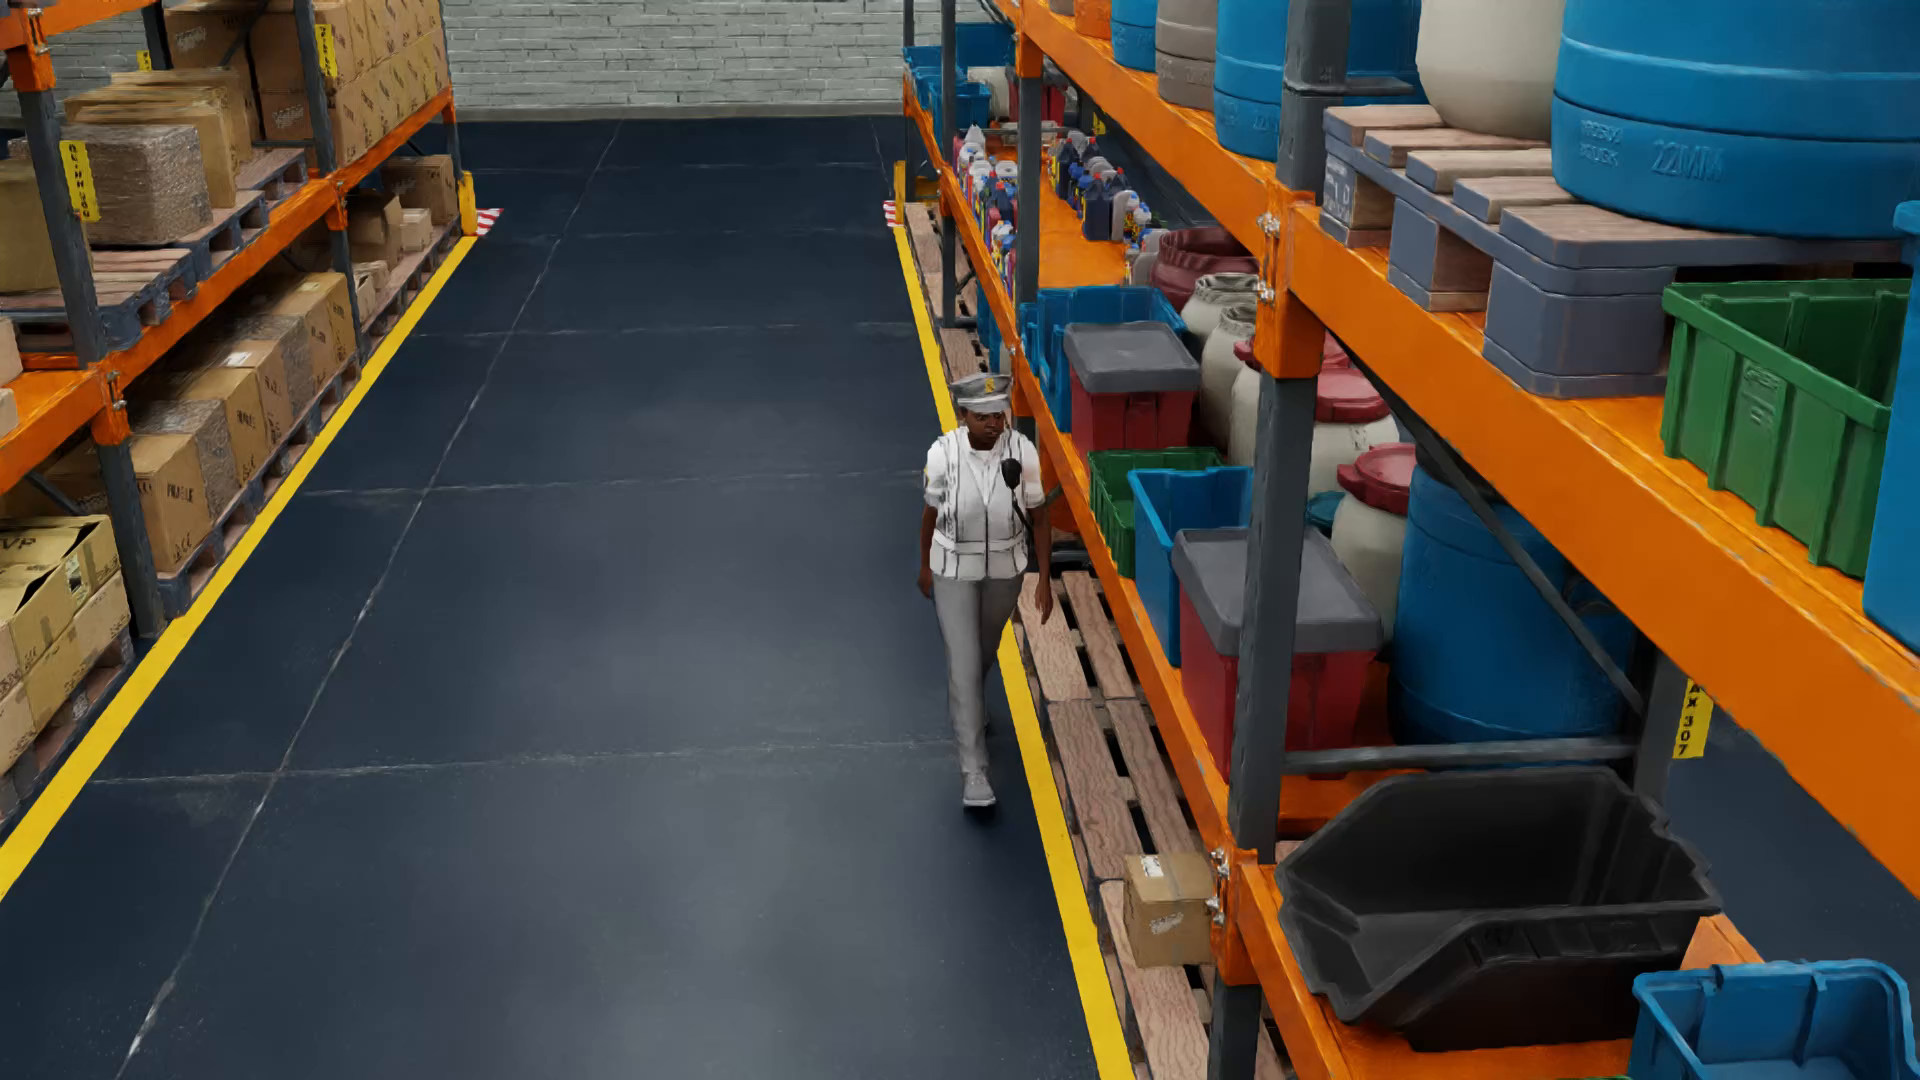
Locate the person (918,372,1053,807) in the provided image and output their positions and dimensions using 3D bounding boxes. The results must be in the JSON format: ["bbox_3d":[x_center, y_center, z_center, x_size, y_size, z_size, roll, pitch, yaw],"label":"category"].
[{"bbox_3d":[0.112,0.120,6.319,0.465,1.625,0.941,-5,24,-12],"label":"person"}]
